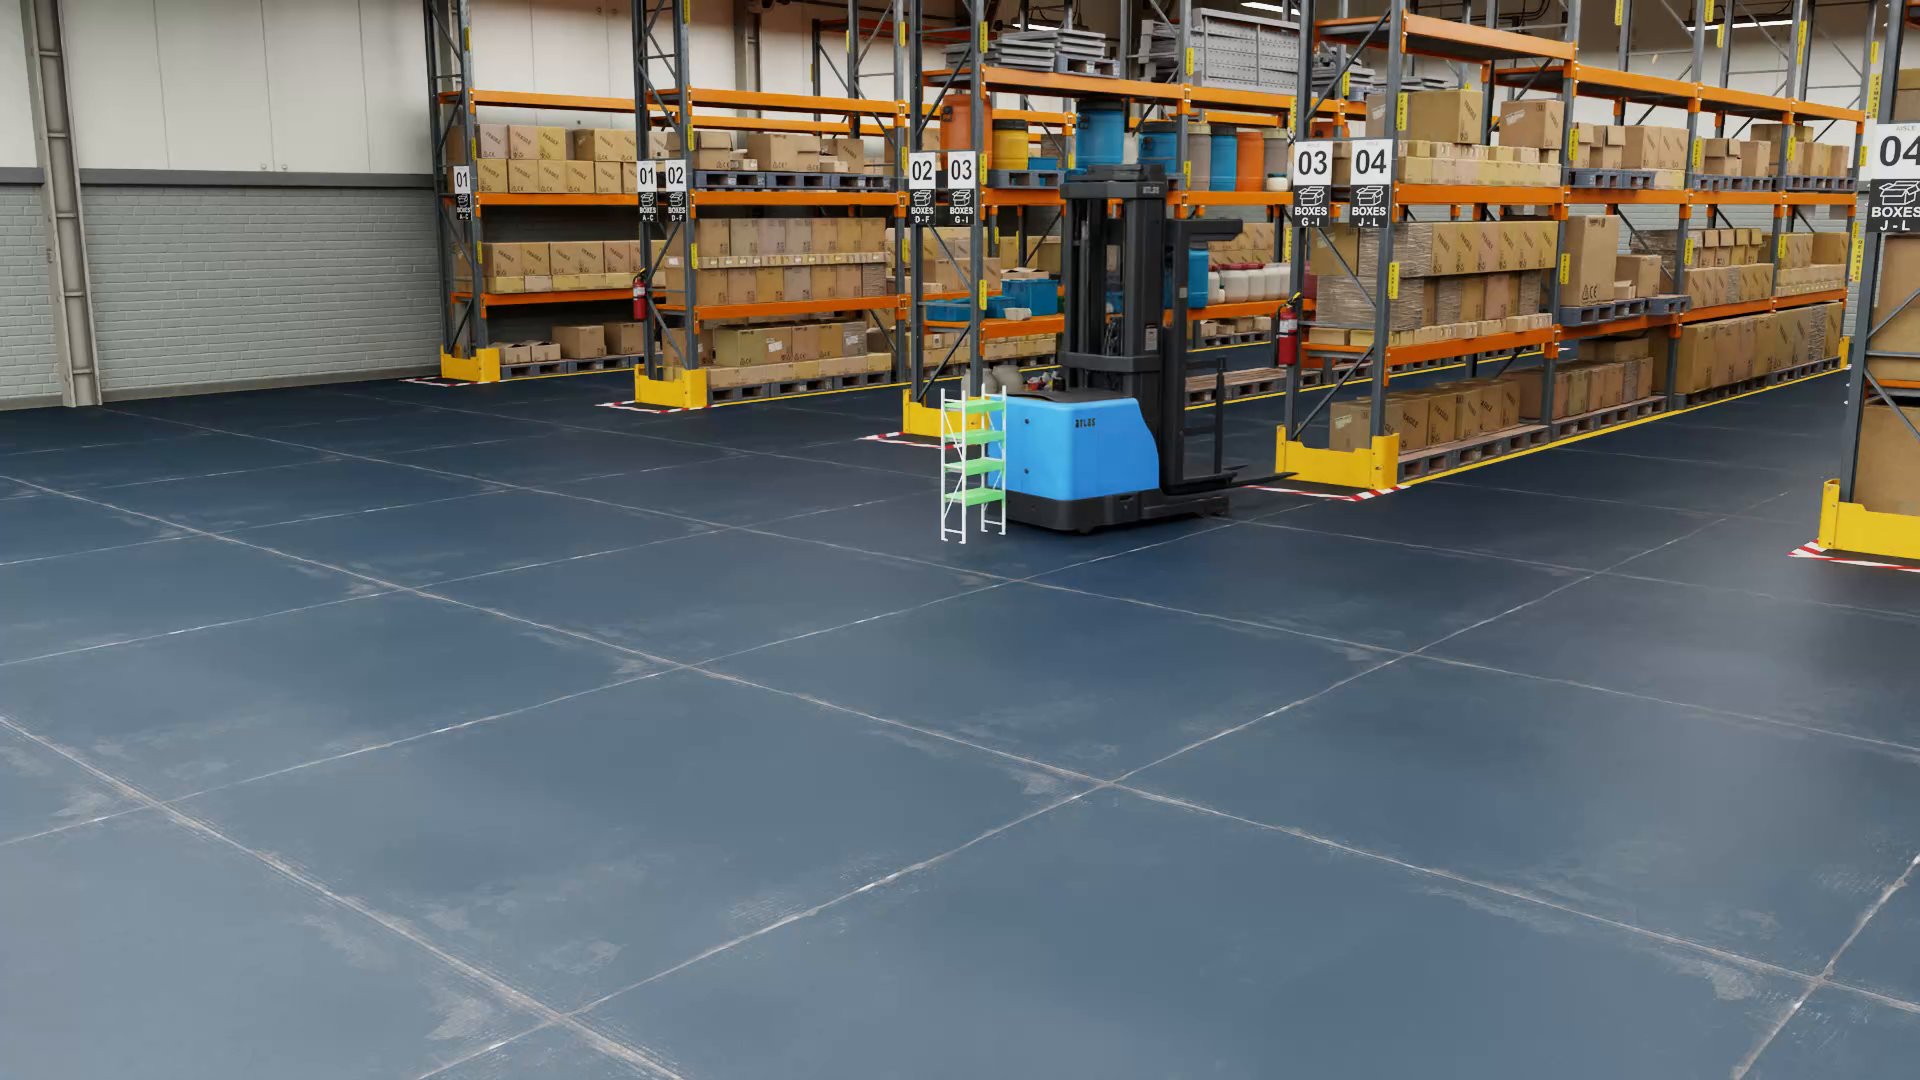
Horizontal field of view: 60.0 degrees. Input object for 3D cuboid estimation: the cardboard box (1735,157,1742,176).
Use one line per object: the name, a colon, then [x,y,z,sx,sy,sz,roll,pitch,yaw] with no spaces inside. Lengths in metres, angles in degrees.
cardboard box: [10.695,-5.274,23.455,0.500,0.311,0.500,9,14,38]

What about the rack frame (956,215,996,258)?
rack frame: [0.324,-5.712,34.150,1.000,3.000,0.127,10,15,40]

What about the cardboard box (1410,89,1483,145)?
cardboard box: [4.748,-4.120,16.229,0.500,0.500,0.500,10,15,40]

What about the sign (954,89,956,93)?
sign: [-0.076,-9.265,33.833,0.100,0.325,0.005,10,15,40]

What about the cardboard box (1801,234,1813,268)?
cardboard box: [12.666,-4.417,25.375,0.500,0.500,0.500,9,15,39]

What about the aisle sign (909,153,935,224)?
aisle sign: [-0.426,-3.968,18.783,0.394,0.787,0.004,10,15,40]

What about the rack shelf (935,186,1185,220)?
rack shelf: [1.165,-4.078,20.148,1.077,0.370,4.000,10,15,40]

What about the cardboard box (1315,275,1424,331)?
cardboard box: [3.949,-2.297,16.040,0.875,0.500,0.500,10,15,40]

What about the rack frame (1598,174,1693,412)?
rack frame: [8.846,-3.202,21.585,1.000,3.000,0.127,10,15,40]

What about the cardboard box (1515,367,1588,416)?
cardboard box: [6.956,-1.759,19.617,0.700,0.500,0.500,10,15,40]

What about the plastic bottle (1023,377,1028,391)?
plastic bottle: [0.791,-1.896,20.855,0.061,0.283,0.133,10,15,42]

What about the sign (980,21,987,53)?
sign: [0.255,-5.433,17.971,0.100,0.325,0.005,10,15,40]

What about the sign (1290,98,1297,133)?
sign: [3.162,-4.005,15.685,0.100,0.325,0.005,10,15,40]

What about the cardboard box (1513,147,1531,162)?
cardboard box: [5.700,-4.002,17.295,0.380,0.149,0.250,9,15,39]

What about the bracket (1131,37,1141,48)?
bracket: [4.090,-11.409,38.170,0.235,0.232,0.430,10,15,40]

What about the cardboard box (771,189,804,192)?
cardboard box: [-3.242,-6.476,30.003,0.637,0.503,0.797,-10,15,-40]

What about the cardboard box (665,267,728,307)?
cardboard box: [-3.556,-3.422,22.433,0.700,0.500,0.500,10,15,40]

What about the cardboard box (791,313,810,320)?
cardboard box: [-3.180,-3.940,30.537,0.700,0.500,0.500,10,15,40]

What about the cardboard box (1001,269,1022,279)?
cardboard box: [0.671,-4.333,27.475,0.500,0.311,0.500,10,15,40]

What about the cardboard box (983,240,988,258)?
cardboard box: [0.209,-5.816,33.606,0.500,0.500,0.500,9,15,39]

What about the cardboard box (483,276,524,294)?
cardboard box: [-7.036,-3.913,25.478,0.500,0.250,0.500,9,15,39]

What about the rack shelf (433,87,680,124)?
rack shelf: [-6.277,-6.828,26.267,1.077,0.370,4.000,10,15,40]

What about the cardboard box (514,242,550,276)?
cardboard box: [-6.722,-4.353,25.765,0.500,0.500,0.500,10,15,41]

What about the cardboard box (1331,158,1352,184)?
cardboard box: [3.693,-3.526,15.932,0.500,0.250,0.500,10,15,42]

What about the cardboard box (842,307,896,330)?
cardboard box: [-1.732,-4.366,31.830,0.750,0.750,0.750,10,15,40]

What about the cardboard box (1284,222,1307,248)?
cardboard box: [6.601,-6.099,33.279,0.500,0.500,0.500,10,15,40]

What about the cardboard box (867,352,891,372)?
cardboard box: [-1.375,-2.656,24.799,0.500,0.250,0.500,10,15,40]

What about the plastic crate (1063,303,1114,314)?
plastic crate: [1.604,-2.853,20.510,0.530,0.136,0.437,10,15,40]

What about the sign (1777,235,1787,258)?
sign: [11.901,-4.251,24.081,0.100,0.325,0.005,10,15,40]

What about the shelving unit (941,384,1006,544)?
shelving unit: [0.109,-0.613,13.216,0.258,1.200,0.503,10,15,40]

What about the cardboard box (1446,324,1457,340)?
cardboard box: [4.753,-2.098,16.697,0.380,0.149,0.250,10,15,40]

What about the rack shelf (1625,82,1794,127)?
rack shelf: [10.166,-5.889,22.580,1.077,0.370,4.000,10,15,40]

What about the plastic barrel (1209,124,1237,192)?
plastic barrel: [3.521,-5.266,22.980,0.600,0.901,0.708,10,15,40]

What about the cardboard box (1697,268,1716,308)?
cardboard box: [9.710,-3.364,22.138,0.500,0.500,0.500,9,15,39]

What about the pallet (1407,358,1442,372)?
pallet: [7.225,-2.955,27.469,1.003,0.211,1.213,10,15,40]

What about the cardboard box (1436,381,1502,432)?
cardboard box: [5.539,-1.455,18.146,0.500,0.500,0.500,-7,13,-30]

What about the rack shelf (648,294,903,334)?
rack shelf: [-2.553,-3.248,23.651,1.077,0.370,4.000,10,15,40]

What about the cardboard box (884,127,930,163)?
cardboard box: [-0.796,-5.952,25.089,0.500,0.500,0.500,10,15,41]

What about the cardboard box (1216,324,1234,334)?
cardboard box: [5.051,-4.061,31.994,0.380,0.166,0.250,10,15,40]

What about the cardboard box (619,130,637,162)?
cardboard box: [-5.439,-6.364,26.897,0.500,0.500,0.500,11,16,43]

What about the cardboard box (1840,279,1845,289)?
cardboard box: [14.139,-4.161,27.027,0.380,0.149,0.250,10,15,41]

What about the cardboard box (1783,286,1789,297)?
cardboard box: [12.105,-3.707,24.752,0.380,0.149,0.250,9,14,38]

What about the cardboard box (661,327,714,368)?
cardboard box: [-3.743,-2.649,22.849,0.500,0.500,0.500,10,15,40]

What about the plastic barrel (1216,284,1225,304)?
plastic barrel: [3.474,-3.361,22.734,0.301,0.262,0.301,0,11,0]

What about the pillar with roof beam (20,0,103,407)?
pillar with roof beam: [-8.512,-5.664,18.592,9.100,9.000,0.400,10,15,40]

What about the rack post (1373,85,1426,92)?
rack post: [6.526,-6.813,25.625,0.954,0.300,0.937,-10,15,-41]

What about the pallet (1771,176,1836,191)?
pallet: [12.840,-5.516,25.736,1.003,0.211,1.213,10,15,40]

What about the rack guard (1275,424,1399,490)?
rack guard: [3.615,-0.810,15.993,1.175,0.500,0.348,10,15,40]

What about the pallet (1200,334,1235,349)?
pallet: [4.502,-3.805,31.725,1.003,0.211,1.213,10,15,40]

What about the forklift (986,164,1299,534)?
forklift: [1.690,-1.697,14.223,3.031,2.935,1.130,-9,14,-37]

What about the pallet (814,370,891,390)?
pallet: [-1.790,-2.416,24.768,1.003,0.211,1.213,10,15,40]

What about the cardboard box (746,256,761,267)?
cardboard box: [-2.947,-3.816,22.747,0.380,0.149,0.250,9,15,39]

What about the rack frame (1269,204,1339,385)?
rack frame: [5.126,-3.842,24.791,1.000,3.000,0.127,10,15,40]

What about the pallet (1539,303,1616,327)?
pallet: [6.820,-2.613,19.126,1.003,0.211,1.213,10,15,40]

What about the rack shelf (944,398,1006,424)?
rack shelf: [0.109,-1.021,13.134,0.258,0.148,0.480,10,15,40]

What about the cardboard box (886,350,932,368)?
cardboard box: [-0.781,-2.780,25.418,0.500,0.250,0.500,9,15,39]
